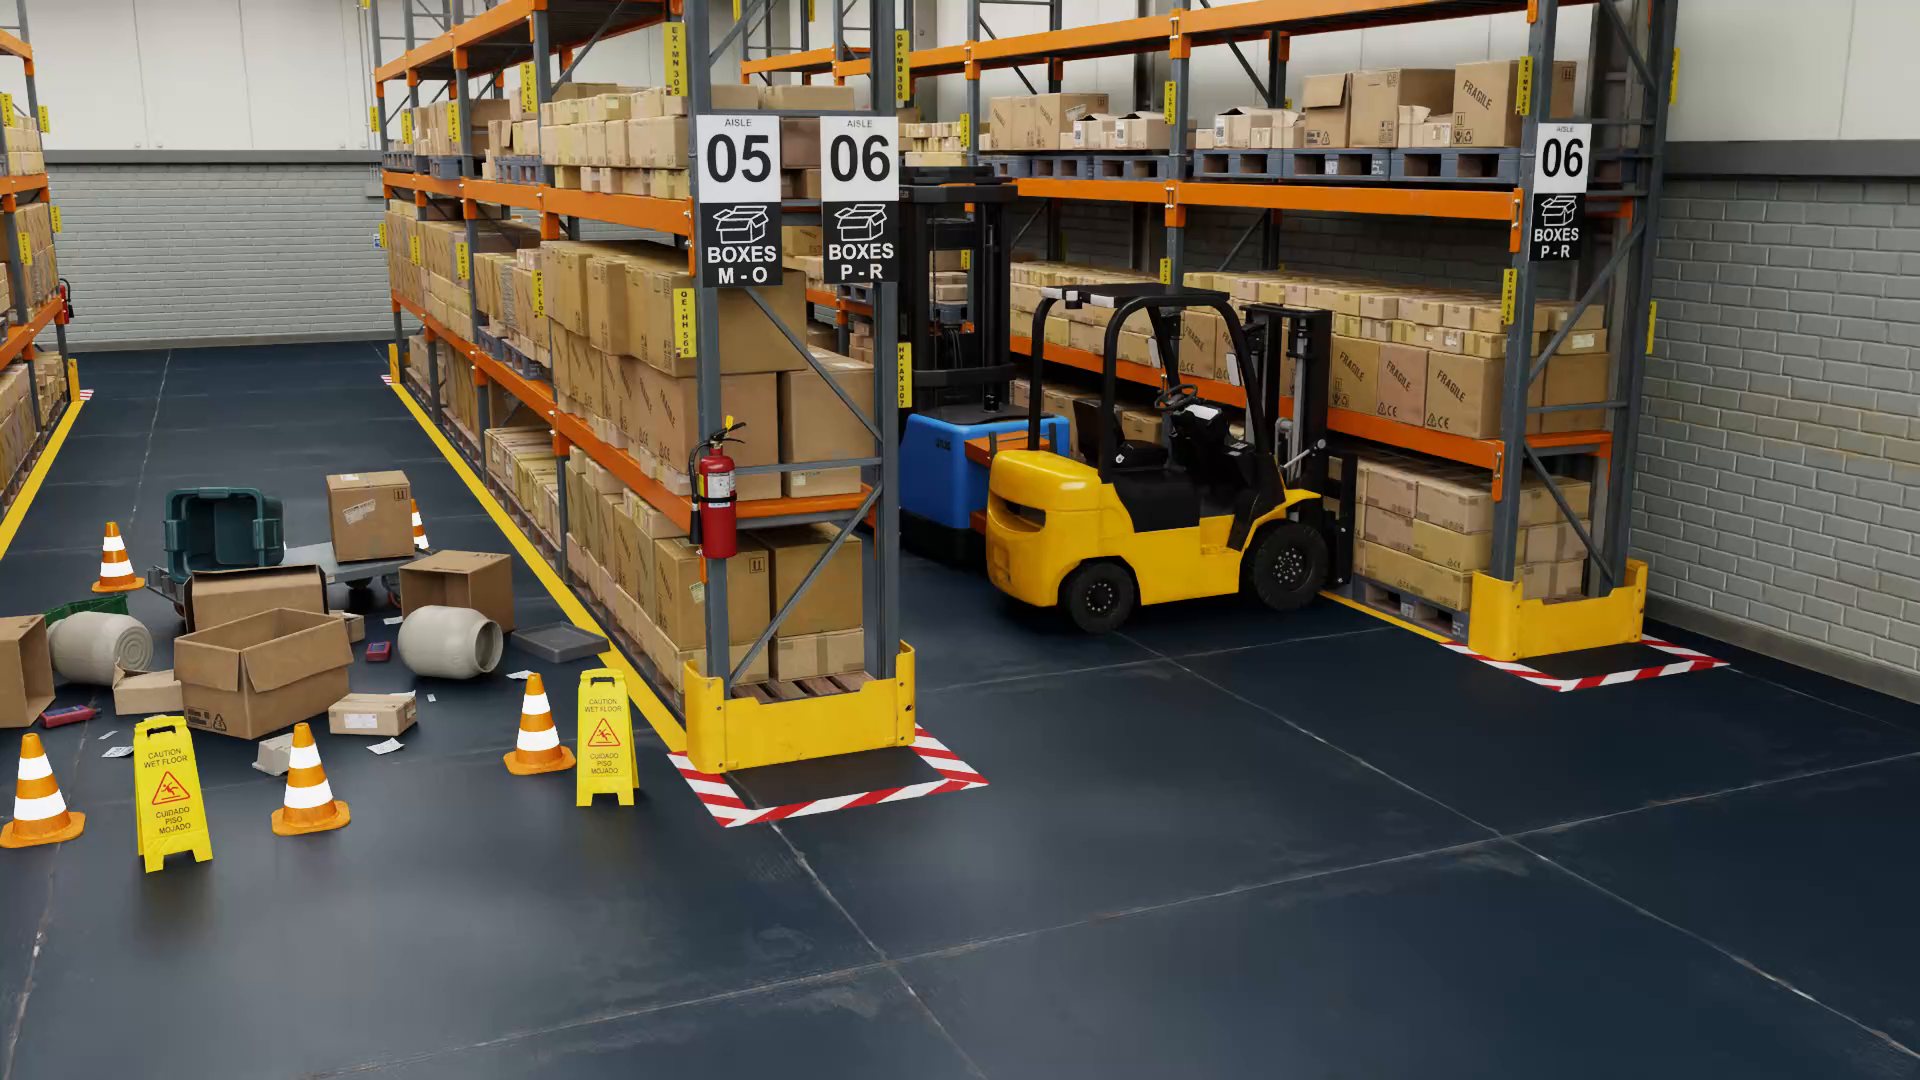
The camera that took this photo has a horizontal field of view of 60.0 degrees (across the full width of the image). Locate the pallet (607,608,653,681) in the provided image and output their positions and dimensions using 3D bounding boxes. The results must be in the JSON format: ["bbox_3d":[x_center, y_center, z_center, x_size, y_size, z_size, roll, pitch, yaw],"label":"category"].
[{"bbox_3d":[-1.598,0.561,10.476,1.003,0.211,1.213,-6,14,-23],"label":"pallet"}]

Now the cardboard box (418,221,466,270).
[{"bbox_3d":[-5.684,-3.257,18.351,0.500,0.500,0.500,-5,14,-22],"label":"cardboard box"}]

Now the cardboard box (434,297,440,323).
[{"bbox_3d":[-5.263,-2.436,17.576,0.500,0.250,0.500,-6,14,-23],"label":"cardboard box"}]

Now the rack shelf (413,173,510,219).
[{"bbox_3d":[-4.795,-3.536,16.937,1.077,0.370,4.000,-6,14,-23],"label":"rack shelf"}]

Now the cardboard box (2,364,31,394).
[{"bbox_3d":[-9.562,-1.591,16.541,0.500,0.250,0.500,-6,14,-24],"label":"cardboard box"}]

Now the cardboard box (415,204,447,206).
[{"bbox_3d":[-6.227,-3.892,19.656,0.380,0.149,0.250,-6,14,-23],"label":"cardboard box"}]

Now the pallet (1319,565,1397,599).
[{"bbox_3d":[2.927,0.145,12.276,1.003,0.211,1.213,-6,14,-23],"label":"pallet"}]

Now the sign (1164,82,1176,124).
[{"bbox_3d":[1.661,-3.450,13.126,0.100,0.325,0.005,-6,14,-23],"label":"sign"}]

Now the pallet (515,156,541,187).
[{"bbox_3d":[-2.542,-2.692,12.114,1.213,0.211,1.003,-6,14,-23],"label":"pallet"}]

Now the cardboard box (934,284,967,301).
[{"bbox_3d":[-0.062,-2.644,17.767,0.380,0.149,0.250,-5,14,-22],"label":"cardboard box"}]

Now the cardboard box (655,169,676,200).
[{"bbox_3d":[-1.319,-1.795,8.376,0.380,0.149,0.250,-6,14,-23],"label":"cardboard box"}]

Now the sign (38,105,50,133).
[{"bbox_3d":[-11.177,-5.135,20.289,0.100,0.325,0.005,-6,14,-23],"label":"sign"}]

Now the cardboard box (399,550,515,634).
[{"bbox_3d":[-3.210,0.376,10.632,0.500,0.500,0.500,4,14,16],"label":"cardboard box"}]

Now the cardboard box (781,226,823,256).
[{"bbox_3d":[-2.116,-4.123,22.540,0.500,0.500,0.500,-5,14,-22],"label":"cardboard box"}]

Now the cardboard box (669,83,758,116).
[{"bbox_3d":[-1.196,-2.129,8.054,0.380,0.149,0.250,-5,14,-22],"label":"cardboard box"}]

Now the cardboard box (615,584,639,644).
[{"bbox_3d":[-1.775,0.418,10.077,0.500,0.250,0.500,-6,14,-25],"label":"cardboard box"}]

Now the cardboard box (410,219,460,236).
[{"bbox_3d":[-6.039,-3.446,19.169,0.500,0.500,0.500,-6,14,-23],"label":"cardboard box"}]

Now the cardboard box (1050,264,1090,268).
[{"bbox_3d":[1.123,-2.674,16.609,0.380,0.149,0.250,-6,14,-23],"label":"cardboard box"}]

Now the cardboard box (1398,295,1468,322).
[{"bbox_3d":[3.132,-1.530,11.010,0.380,0.149,0.250,-6,14,-23],"label":"cardboard box"}]

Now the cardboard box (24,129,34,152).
[{"bbox_3d":[-10.868,-4.544,18.924,0.500,0.250,0.500,-5,14,-22],"label":"cardboard box"}]

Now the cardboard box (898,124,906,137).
[{"bbox_3d":[-0.662,-4.610,18.728,0.380,0.149,0.250,-6,14,-23],"label":"cardboard box"}]

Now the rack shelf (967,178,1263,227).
[{"bbox_3d":[1.353,-3.158,15.307,1.077,0.370,4.000,-6,14,-23],"label":"rack shelf"}]

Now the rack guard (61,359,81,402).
[{"bbox_3d":[-11.664,-1.963,20.742,1.175,0.500,0.348,-6,14,-23],"label":"rack guard"}]

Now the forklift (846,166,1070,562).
[{"bbox_3d":[-0.309,-1.551,13.572,1.130,2.935,3.031,-7,15,-29],"label":"forklift"}]

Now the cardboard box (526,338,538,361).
[{"bbox_3d":[-3.077,-1.455,12.629,0.380,0.149,0.250,-6,14,-24],"label":"cardboard box"}]

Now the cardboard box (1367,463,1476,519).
[{"bbox_3d":[3.077,-0.332,11.101,0.500,0.250,0.500,-5,14,-22],"label":"cardboard box"}]

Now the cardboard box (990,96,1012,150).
[{"bbox_3d":[0.619,-4.052,16.199,0.500,0.500,0.500,-5,14,-22],"label":"cardboard box"}]

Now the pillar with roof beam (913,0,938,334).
[{"bbox_3d":[-4.448,-6.046,19.537,9.100,9.000,0.400,-6,14,-23],"label":"pillar with roof beam"}]

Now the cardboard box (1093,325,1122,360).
[{"bbox_3d":[1.506,-1.745,14.590,0.500,0.250,0.500,-6,14,-23],"label":"cardboard box"}]

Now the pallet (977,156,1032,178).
[{"bbox_3d":[0.906,-3.698,16.461,1.213,0.211,1.003,-5,14,-20],"label":"pallet"}]

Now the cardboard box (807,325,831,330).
[{"bbox_3d":[-2.067,-2.667,22.853,0.500,0.500,0.500,-5,14,-22],"label":"cardboard box"}]

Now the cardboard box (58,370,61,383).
[{"bbox_3d":[-11.011,-1.967,19.946,0.380,0.149,0.250,-6,14,-25],"label":"cardboard box"}]

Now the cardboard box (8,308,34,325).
[{"bbox_3d":[-9.905,-2.336,17.366,0.380,0.149,0.250,-5,14,-21],"label":"cardboard box"}]

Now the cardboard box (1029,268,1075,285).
[{"bbox_3d":[0.889,-2.525,15.967,0.380,0.149,0.250,-5,14,-22],"label":"cardboard box"}]

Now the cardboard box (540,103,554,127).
[{"bbox_3d":[-2.565,-2.818,11.030,0.380,0.149,0.250,-6,14,-24],"label":"cardboard box"}]

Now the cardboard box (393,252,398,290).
[{"bbox_3d":[-7.042,-3.486,21.558,0.500,0.500,0.500,-6,14,-24],"label":"cardboard box"}]

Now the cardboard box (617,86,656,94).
[{"bbox_3d":[-2.468,-3.281,12.532,0.500,0.250,0.500,-6,14,-24],"label":"cardboard box"}]

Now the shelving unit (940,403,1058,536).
[{"bbox_3d":[0.303,-0.363,12.358,0.538,1.125,1.048,-9,16,-19],"label":"shelving unit"}]

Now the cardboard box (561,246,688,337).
[{"bbox_3d":[-2.054,-1.542,10.280,0.700,0.500,0.500,-6,14,-24],"label":"cardboard box"}]

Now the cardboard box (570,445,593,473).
[{"bbox_3d":[-2.408,-0.554,11.176,0.380,0.149,0.250,-5,14,-22],"label":"cardboard box"}]

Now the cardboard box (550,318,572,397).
[{"bbox_3d":[-2.471,-1.263,11.292,0.500,0.500,0.500,-6,14,-23],"label":"cardboard box"}]

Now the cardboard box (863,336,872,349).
[{"bbox_3d":[-0.968,-2.442,20.440,0.380,0.149,0.250,-6,14,-25],"label":"cardboard box"}]

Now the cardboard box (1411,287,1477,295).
[{"bbox_3d":[3.397,-1.684,11.675,0.380,0.149,0.250,-6,14,-24],"label":"cardboard box"}]

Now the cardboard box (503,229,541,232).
[{"bbox_3d":[-4.175,-2.773,16.260,0.500,0.500,0.500,-6,14,-23],"label":"cardboard box"}]

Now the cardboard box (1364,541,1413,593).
[{"bbox_3d":[3.089,0.155,11.214,0.500,0.250,0.500,-6,14,-23],"label":"cardboard box"}]

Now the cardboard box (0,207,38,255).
[{"bbox_3d":[-10.444,-3.379,18.217,0.500,0.500,0.500,-5,14,-22],"label":"cardboard box"}]

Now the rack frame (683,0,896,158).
[{"bbox_3d":[-0.790,-3.281,7.591,1.000,3.000,0.127,-6,14,-23],"label":"rack frame"}]

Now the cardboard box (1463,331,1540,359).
[{"bbox_3d":[3.361,-1.219,10.324,0.380,0.149,0.250,-5,14,-22],"label":"cardboard box"}]

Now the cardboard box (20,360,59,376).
[{"bbox_3d":[-10.777,-2.007,19.459,0.380,0.149,0.250,-5,14,-21],"label":"cardboard box"}]

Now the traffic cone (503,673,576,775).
[{"bbox_3d":[-2.144,0.905,8.434,0.336,0.463,0.334,-6,14,-23],"label":"traffic cone"}]

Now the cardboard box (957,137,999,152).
[{"bbox_3d":[0.190,-4.095,17.206,0.380,0.149,0.250,-5,14,-22],"label":"cardboard box"}]

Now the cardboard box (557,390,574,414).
[{"bbox_3d":[-2.560,-0.969,11.460,0.380,0.149,0.250,-6,14,-23],"label":"cardboard box"}]

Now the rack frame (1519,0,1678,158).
[{"bbox_3d":[3.757,-3.731,9.532,1.000,3.000,0.127,-6,14,-23],"label":"rack frame"}]

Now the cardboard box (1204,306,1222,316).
[{"bbox_3d":[2.146,-1.856,13.076,0.380,0.149,0.250,-5,14,-22],"label":"cardboard box"}]

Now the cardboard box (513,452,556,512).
[{"bbox_3d":[-3.176,-0.509,13.815,0.950,0.372,0.625,-5,14,-21],"label":"cardboard box"}]
